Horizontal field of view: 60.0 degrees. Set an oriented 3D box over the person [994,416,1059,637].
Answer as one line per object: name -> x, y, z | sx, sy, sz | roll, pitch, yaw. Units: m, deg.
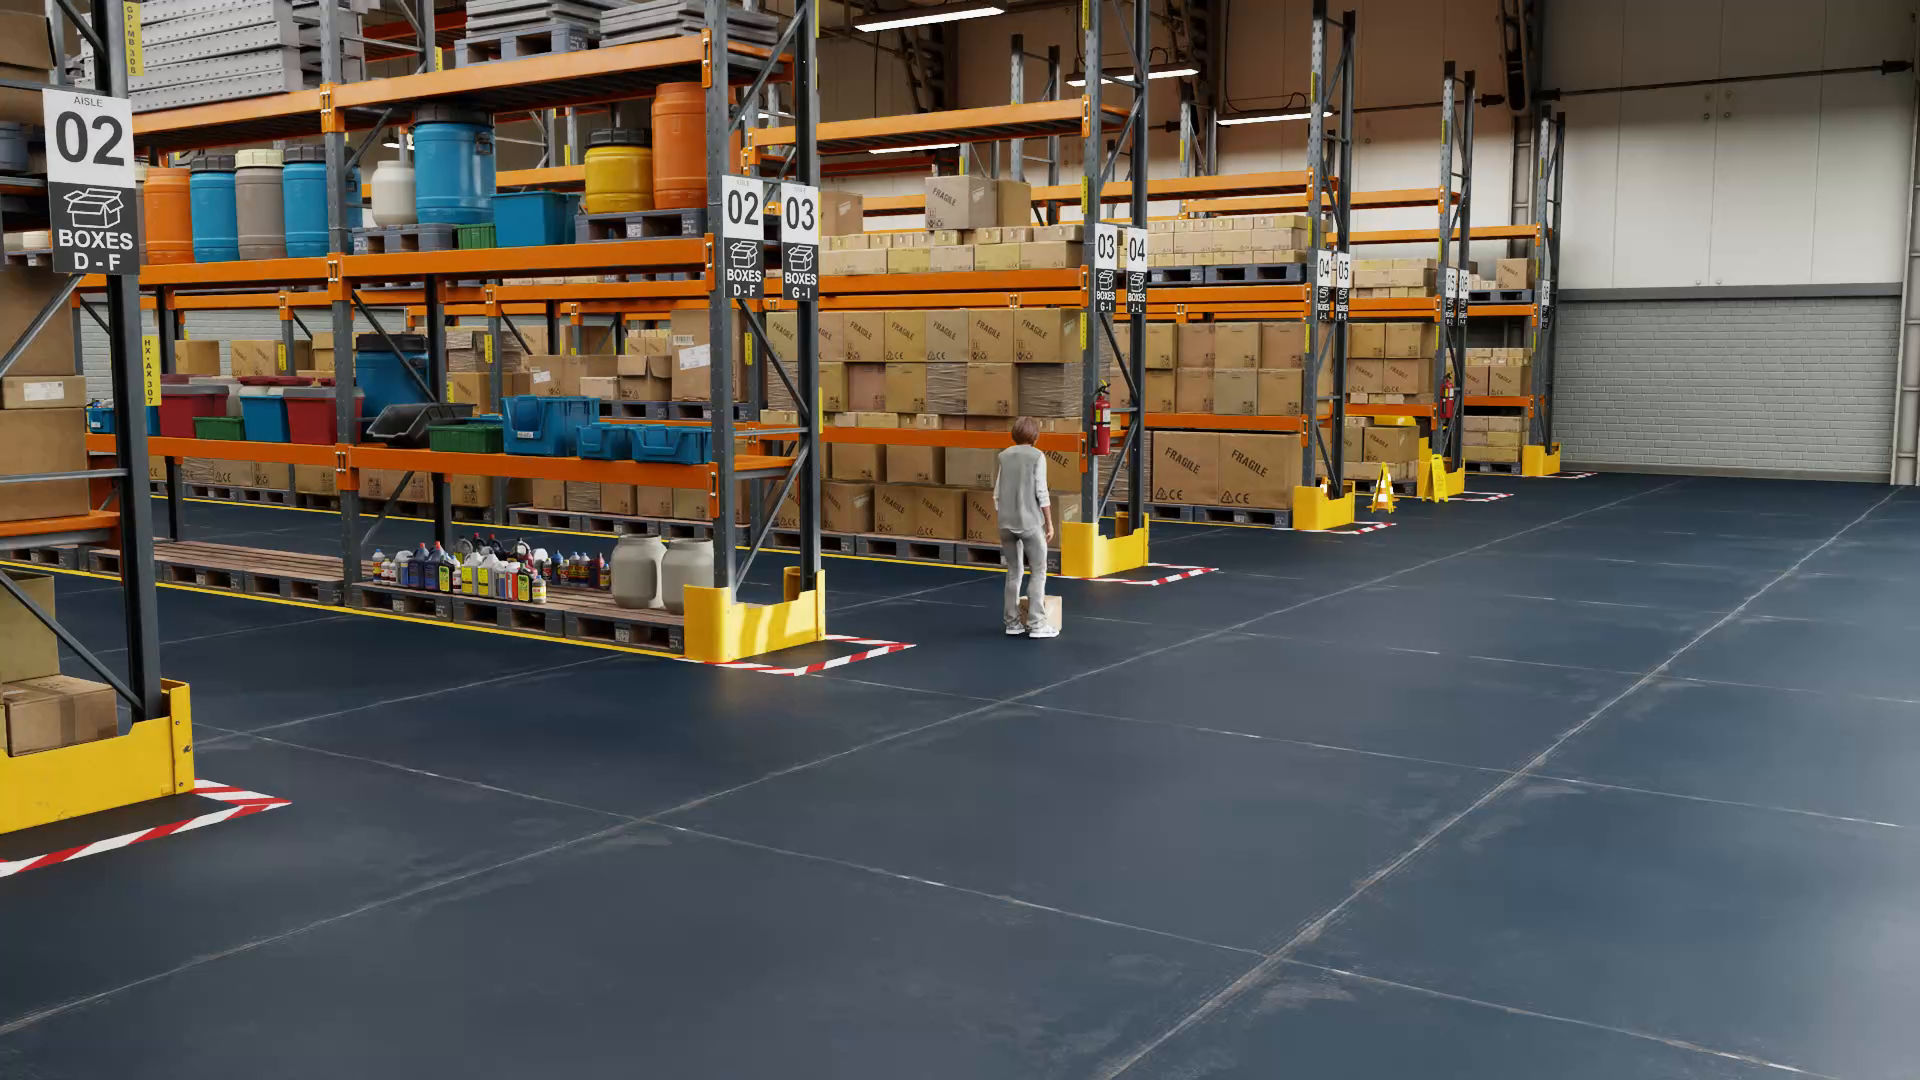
person -> 0.463, -0.095, 12.032 | 0.460, 1.592, 0.366 | 4, 8, 34
